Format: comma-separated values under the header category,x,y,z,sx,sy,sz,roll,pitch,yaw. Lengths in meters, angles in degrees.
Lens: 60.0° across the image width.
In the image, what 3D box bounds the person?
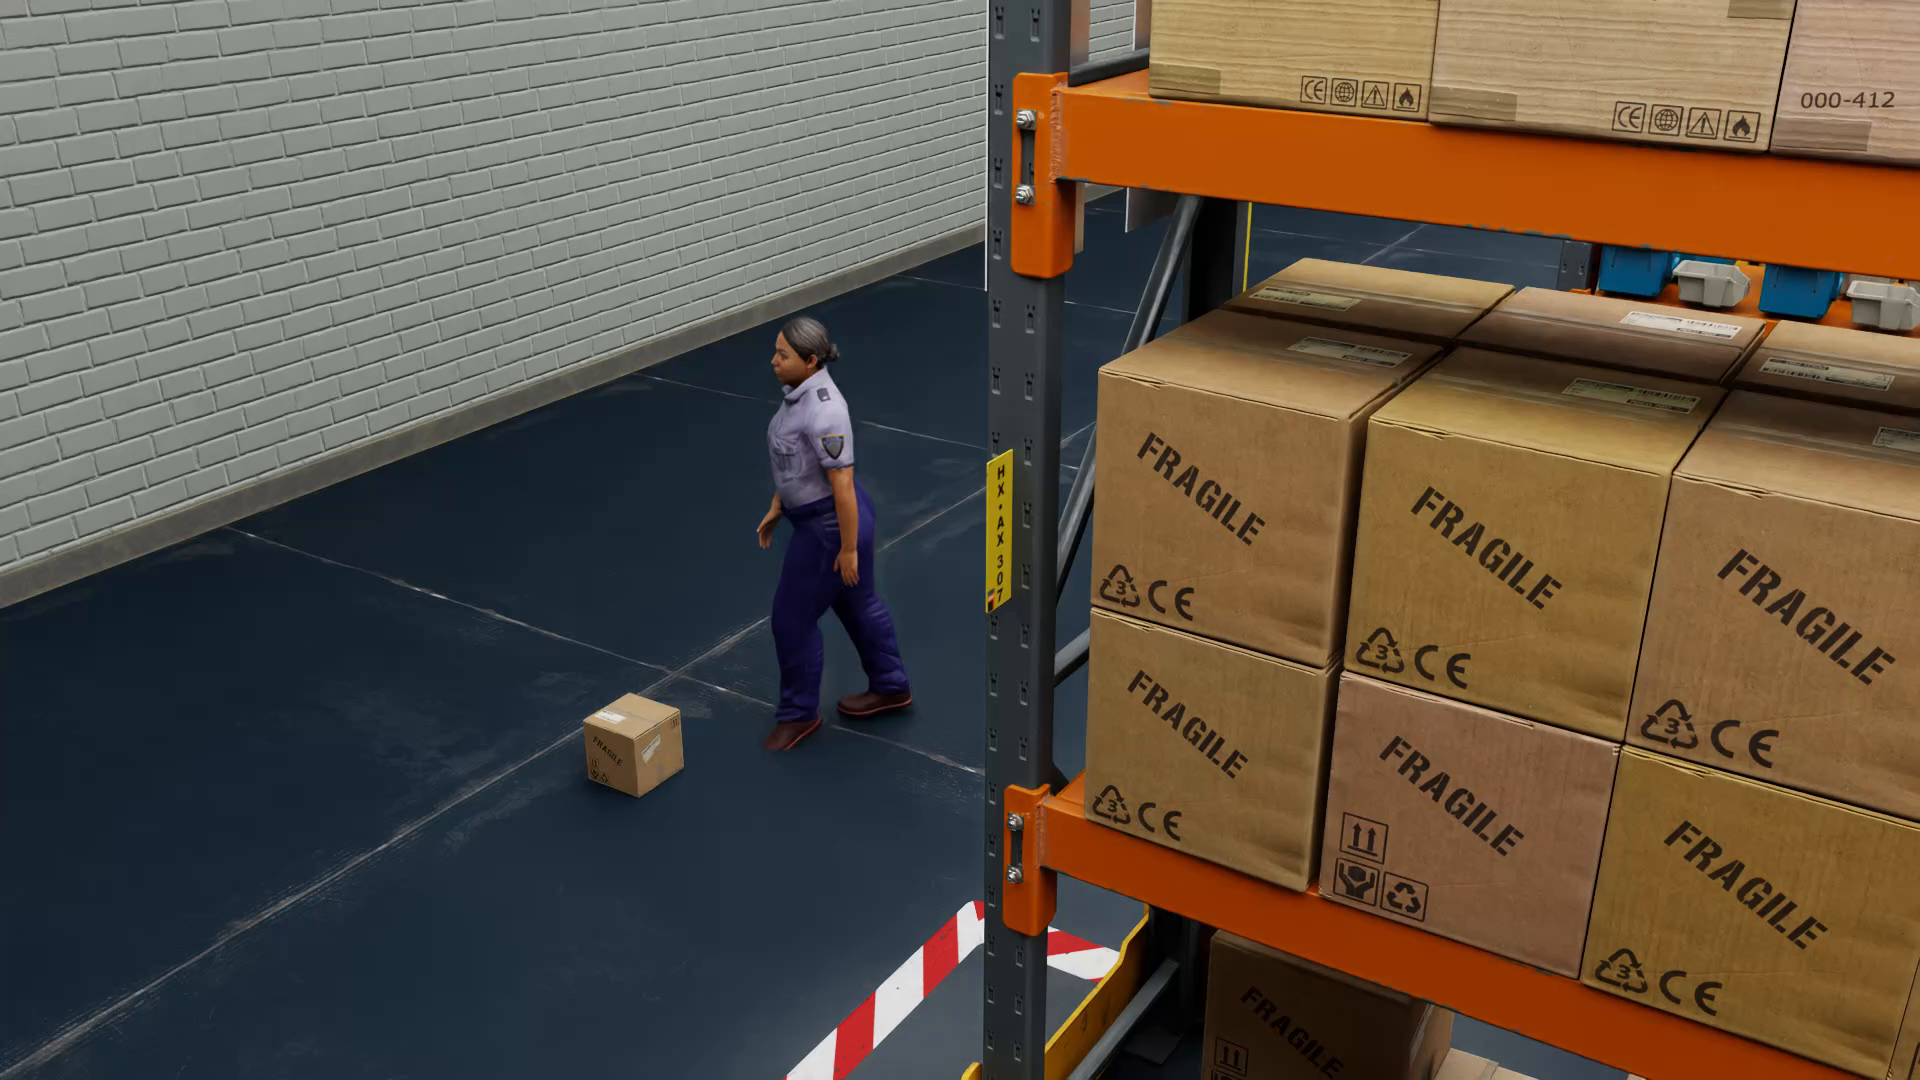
category,x,y,z,sx,sy,sz,roll,pitch,yaw
person,-0.498,-0.013,6.216,0.635,1.695,0.487,-3,23,-6
